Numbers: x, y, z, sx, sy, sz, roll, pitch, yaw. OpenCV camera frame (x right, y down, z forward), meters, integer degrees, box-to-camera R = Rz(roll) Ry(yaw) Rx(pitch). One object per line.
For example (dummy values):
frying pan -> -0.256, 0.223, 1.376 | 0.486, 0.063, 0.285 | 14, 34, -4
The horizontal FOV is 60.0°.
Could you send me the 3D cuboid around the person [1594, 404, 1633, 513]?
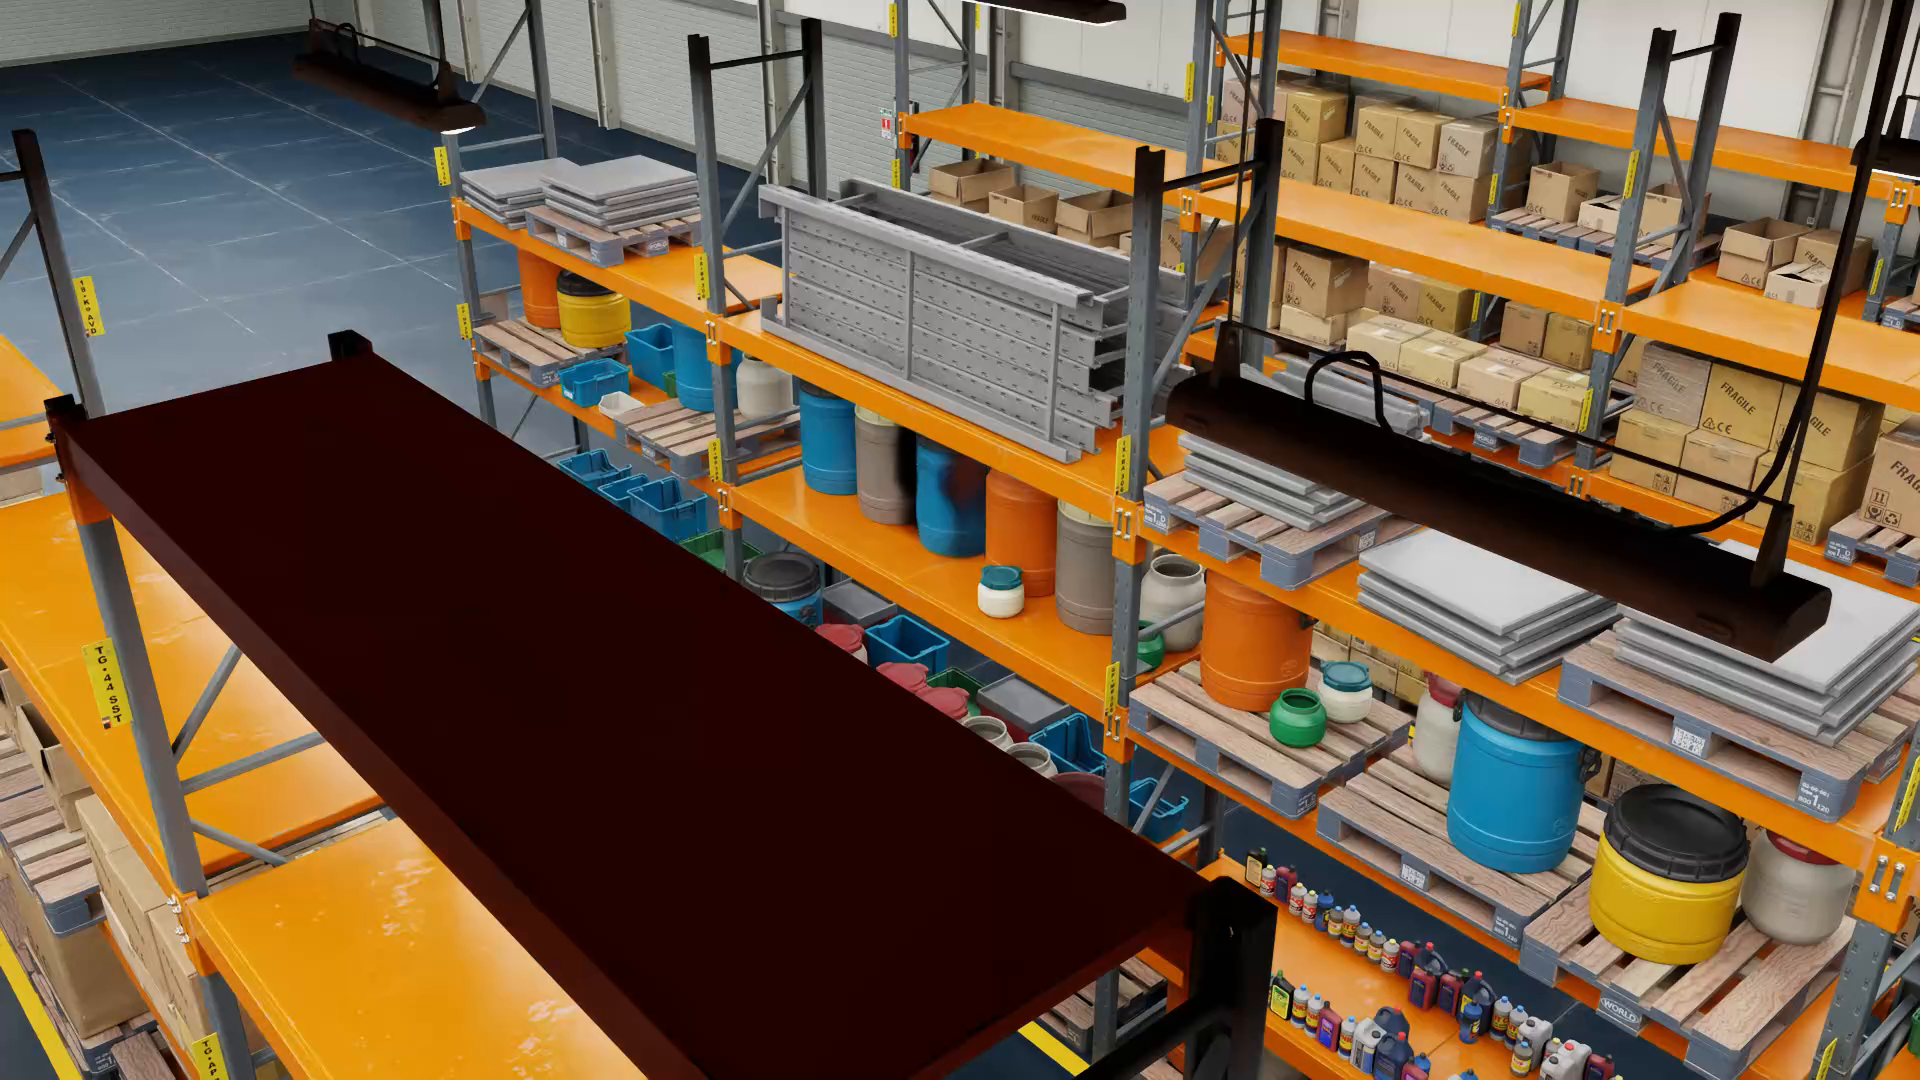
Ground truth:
person -> 6.535, -0.493, 16.615 | 0.431, 1.806, 0.679 | -4, 27, -8
